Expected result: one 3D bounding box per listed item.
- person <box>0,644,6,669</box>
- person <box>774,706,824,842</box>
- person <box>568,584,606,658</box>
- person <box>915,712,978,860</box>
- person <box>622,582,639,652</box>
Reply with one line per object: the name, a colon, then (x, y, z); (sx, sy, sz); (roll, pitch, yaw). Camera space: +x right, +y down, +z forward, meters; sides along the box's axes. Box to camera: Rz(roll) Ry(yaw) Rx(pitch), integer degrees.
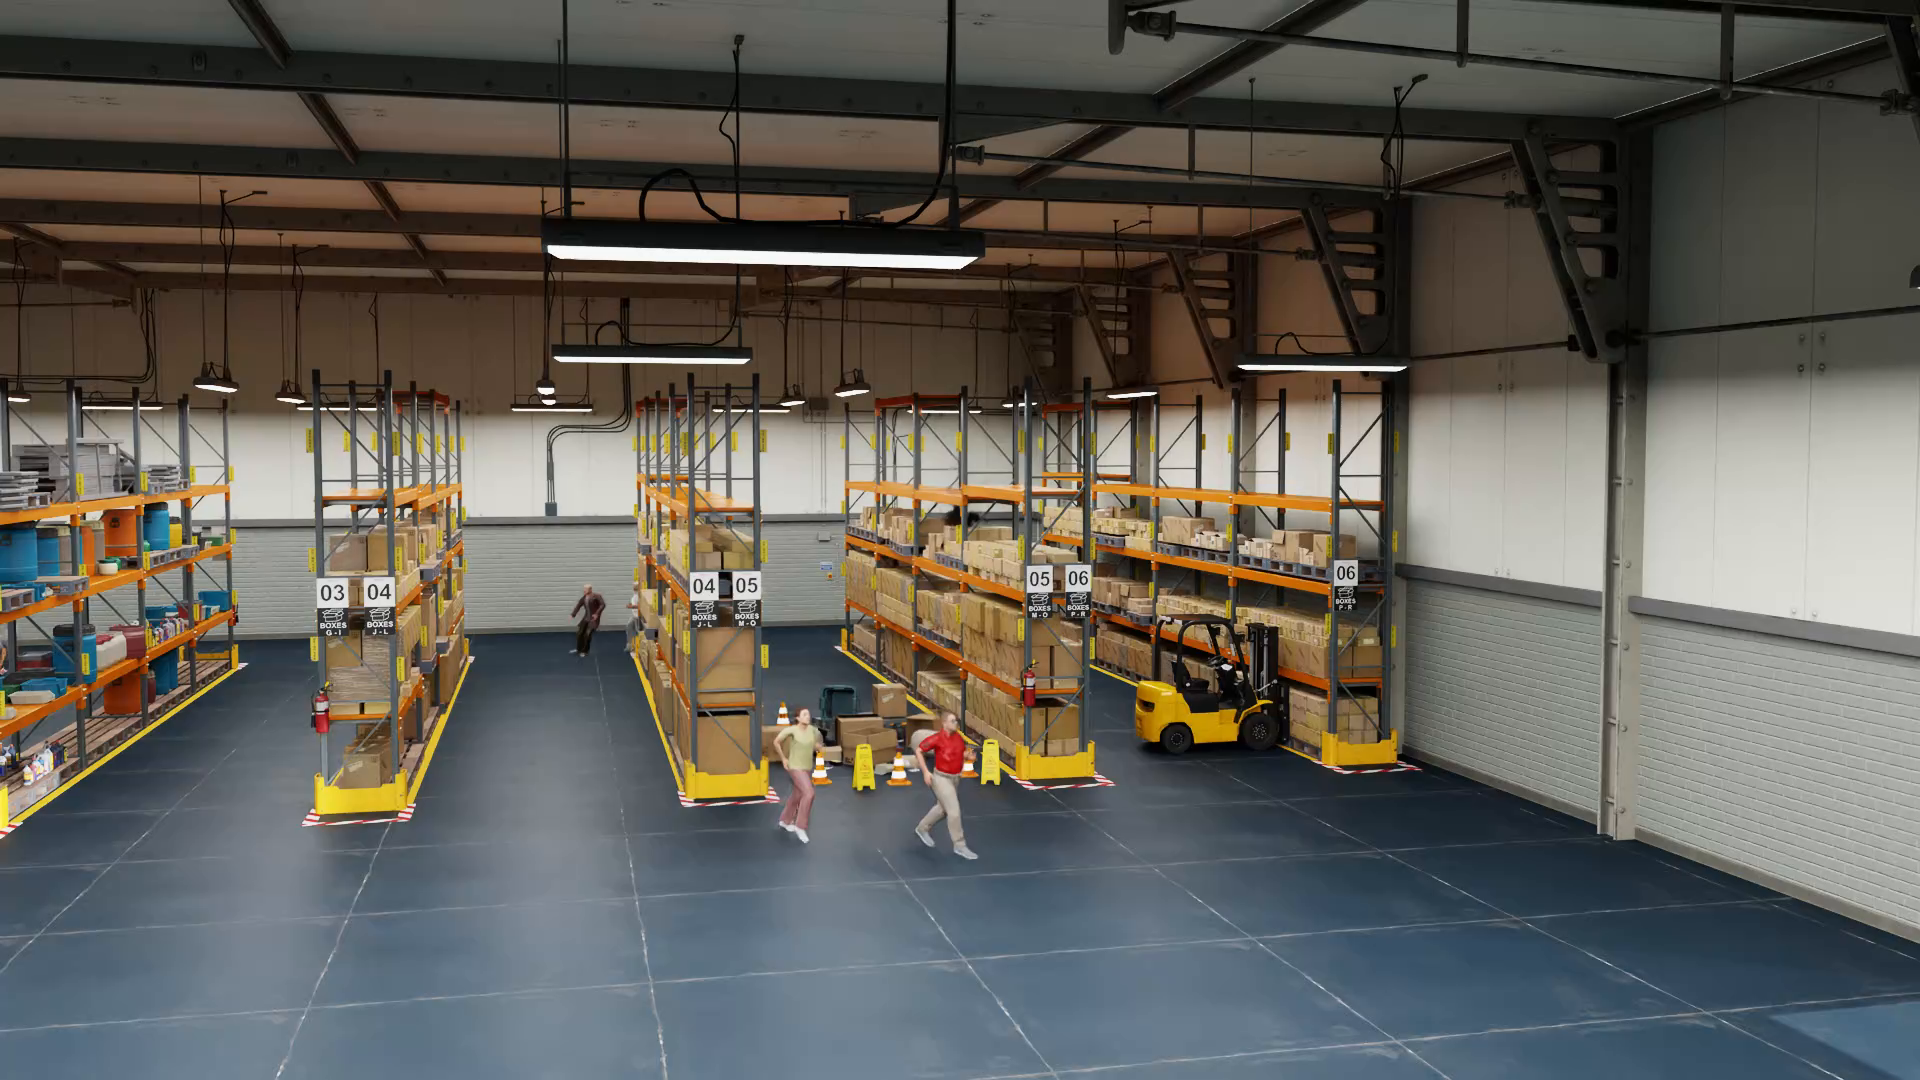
person: (-18.011, 2.419, 30.693); (0.632, 1.610, 0.594); (-1, 3, -17)
person: (-2.037, 3.034, 21.169); (0.735, 1.538, 0.567); (3, 4, 38)
person: (-8.839, 1.904, 39.199); (0.988, 1.736, 0.598); (2, 4, 26)
person: (-0.179, 2.949, 20.200); (0.969, 1.742, 0.652); (2, 4, 32)
person: (-7.734, 1.837, 39.940); (0.752, 1.792, 0.694); (-1, 4, -20)
